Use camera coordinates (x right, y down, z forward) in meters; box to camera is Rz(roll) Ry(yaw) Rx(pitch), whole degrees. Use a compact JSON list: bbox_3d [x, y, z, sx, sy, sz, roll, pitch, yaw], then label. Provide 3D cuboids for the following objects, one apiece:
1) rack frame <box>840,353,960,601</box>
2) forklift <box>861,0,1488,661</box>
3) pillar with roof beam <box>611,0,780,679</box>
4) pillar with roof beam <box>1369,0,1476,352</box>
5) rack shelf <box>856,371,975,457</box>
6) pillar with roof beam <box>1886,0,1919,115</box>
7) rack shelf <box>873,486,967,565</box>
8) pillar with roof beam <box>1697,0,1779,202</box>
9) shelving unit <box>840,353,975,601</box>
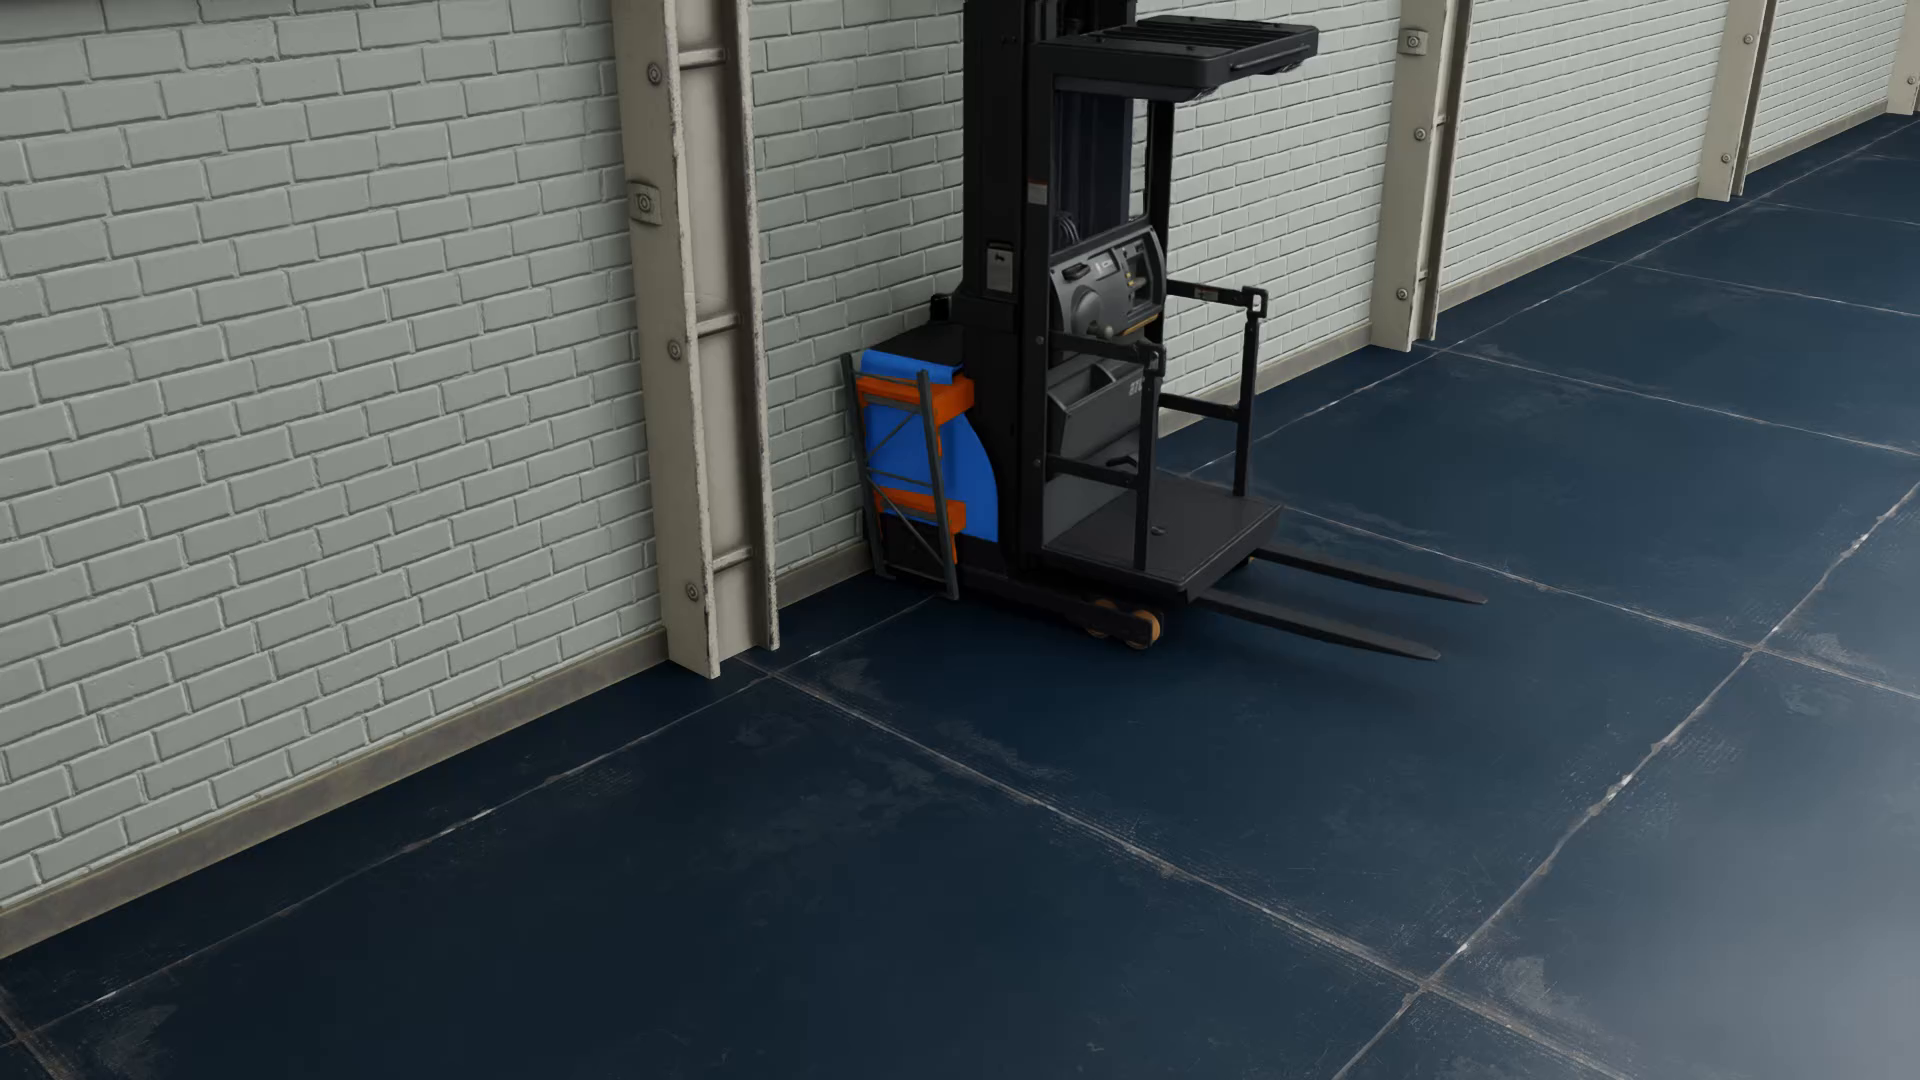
[{"bbox_3d":[-0.267,-0.277,7.489,0.500,1.125,0.032,16,36,38],"label":"rack frame"},{"bbox_3d":[0.825,-1.112,7.149,3.031,2.935,1.130,15,28,30],"label":"forklift"},{"bbox_3d":[2.182,-2.450,2.716,9.100,9.000,0.400,20,31,38],"label":"pillar with roof beam"},{"bbox_3d":[6.186,-4.278,6.793,9.100,9.000,0.400,20,31,38],"label":"pillar with roof beam"},{"bbox_3d":[0.024,-0.750,7.679,0.538,0.278,1.000,16,36,38],"label":"rack shelf"},{"bbox_3d":[14.195,-7.934,14.947,9.100,9.000,0.400,20,31,38],"label":"pillar with roof beam"},{"bbox_3d":[0.088,-0.277,7.927,0.538,0.278,1.000,16,36,38],"label":"rack shelf"},{"bbox_3d":[10.190,-6.106,10.870,9.100,9.000,0.400,20,31,38],"label":"pillar with roof beam"},{"bbox_3d":[0.059,-0.492,7.814,0.538,1.125,1.048,16,36,38],"label":"shelving unit"}]
